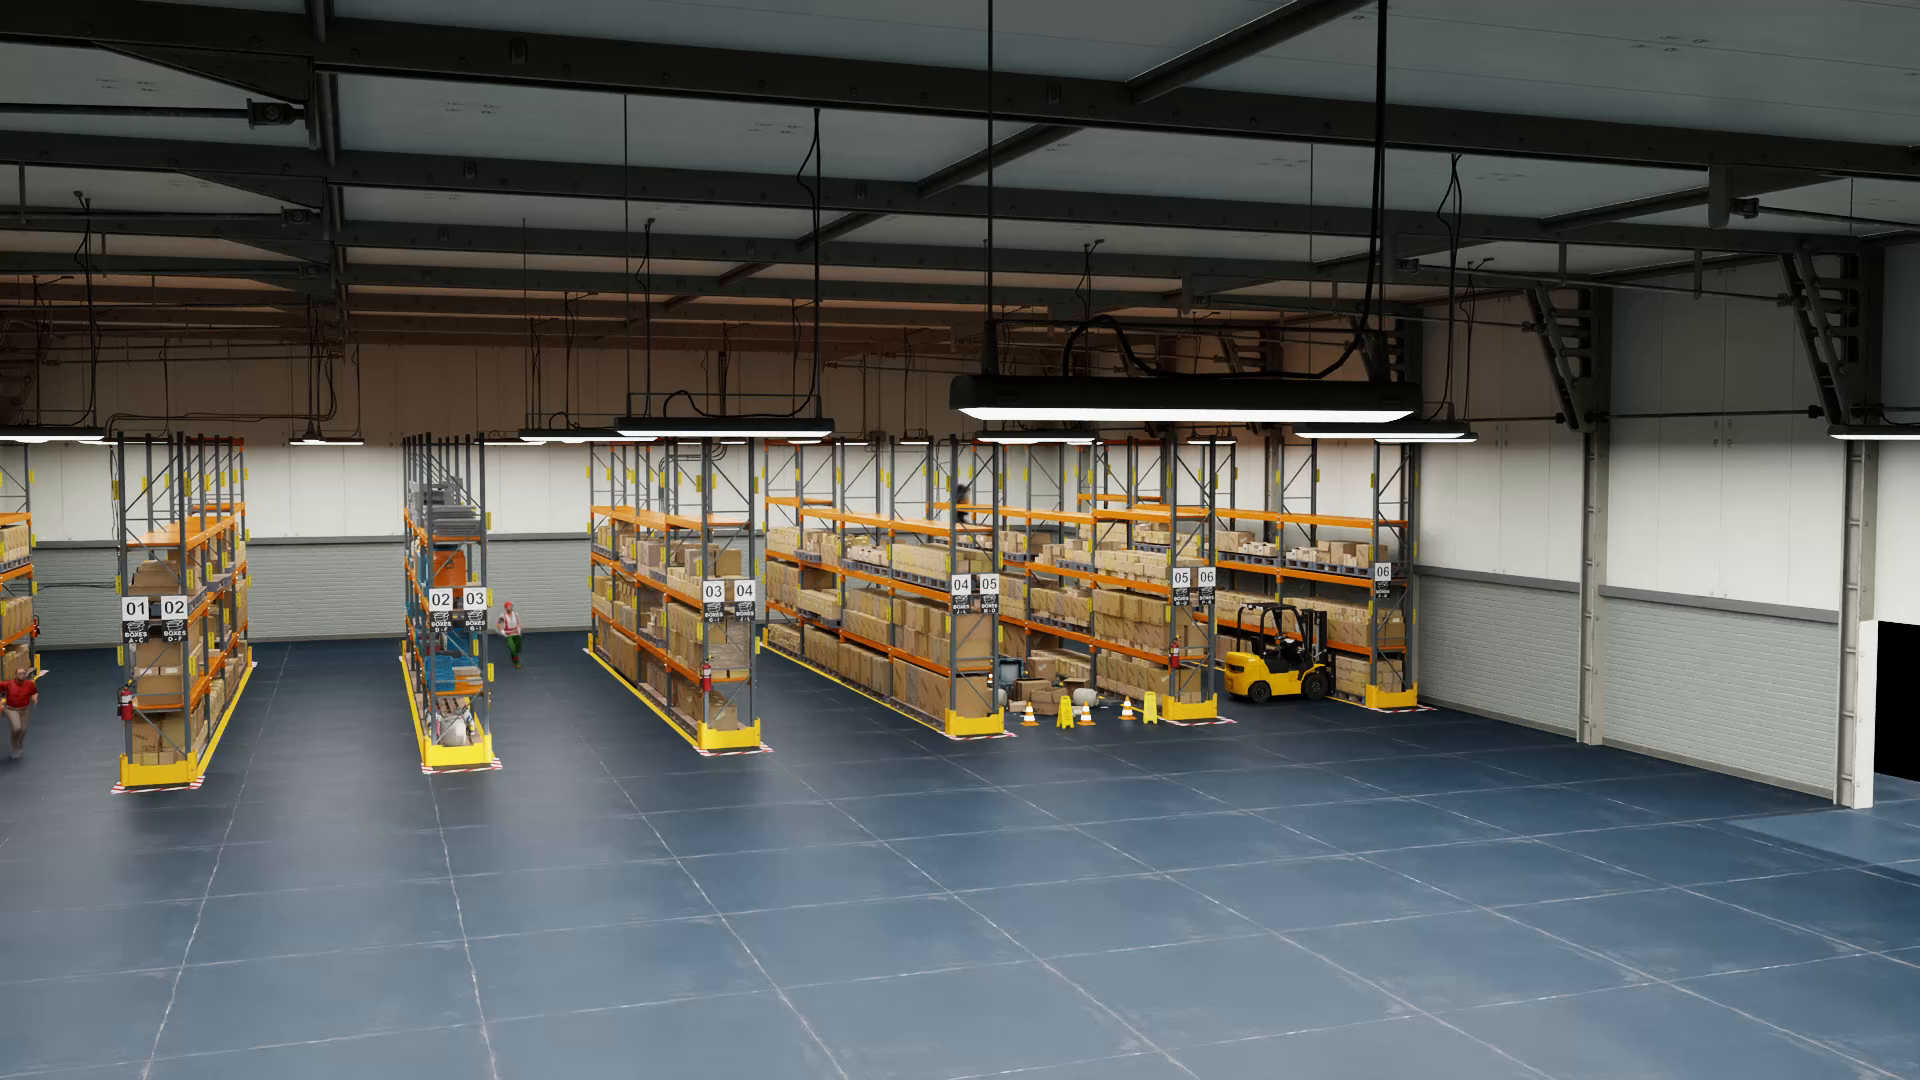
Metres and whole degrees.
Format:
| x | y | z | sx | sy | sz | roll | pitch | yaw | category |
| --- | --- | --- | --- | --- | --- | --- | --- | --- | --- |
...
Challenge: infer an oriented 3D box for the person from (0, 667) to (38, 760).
| x | y | z | sx | sy | sz | roll | pitch | yaw | category |
| --- | --- | --- | --- | --- | --- | --- | --- | --- | --- |
| -17.407 | 3.196 | 30.714 | 0.865 | 1.709 | 0.683 | 3 | 4 | 43 | person |

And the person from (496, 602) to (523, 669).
| x | y | z | sx | sy | sz | roll | pitch | yaw | category |
| --- | --- | --- | --- | --- | --- | --- | --- | --- | --- |
| -11.673 | 2.464 | 43.105 | 0.642 | 1.740 | 0.844 | -2 | 4 | -32 | person |

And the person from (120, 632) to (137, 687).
| x | y | z | sx | sy | sz | roll | pitch | yaw | category |
| --- | --- | --- | --- | --- | --- | --- | --- | --- | --- |
| -19.786 | 2.647 | 39.892 | 0.660 | 1.740 | 0.833 | -2 | 4 | -30 | person |
